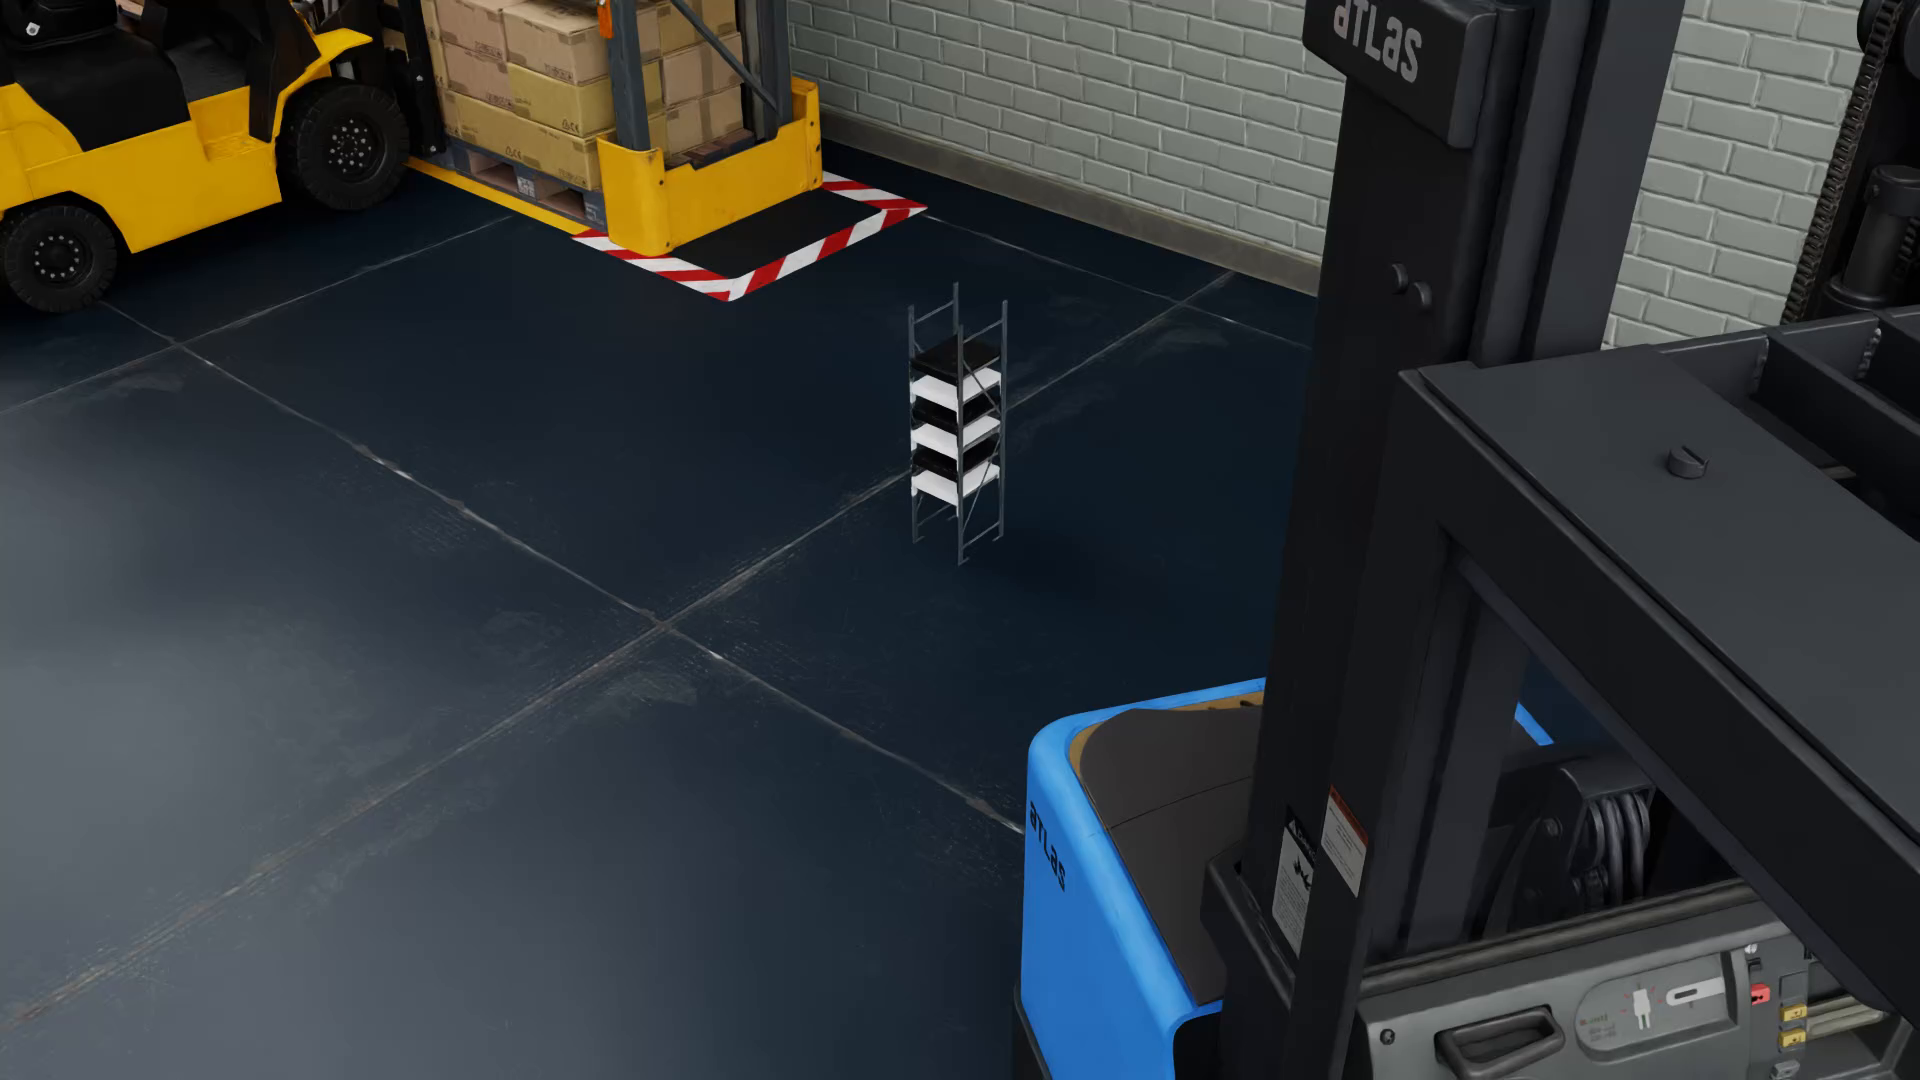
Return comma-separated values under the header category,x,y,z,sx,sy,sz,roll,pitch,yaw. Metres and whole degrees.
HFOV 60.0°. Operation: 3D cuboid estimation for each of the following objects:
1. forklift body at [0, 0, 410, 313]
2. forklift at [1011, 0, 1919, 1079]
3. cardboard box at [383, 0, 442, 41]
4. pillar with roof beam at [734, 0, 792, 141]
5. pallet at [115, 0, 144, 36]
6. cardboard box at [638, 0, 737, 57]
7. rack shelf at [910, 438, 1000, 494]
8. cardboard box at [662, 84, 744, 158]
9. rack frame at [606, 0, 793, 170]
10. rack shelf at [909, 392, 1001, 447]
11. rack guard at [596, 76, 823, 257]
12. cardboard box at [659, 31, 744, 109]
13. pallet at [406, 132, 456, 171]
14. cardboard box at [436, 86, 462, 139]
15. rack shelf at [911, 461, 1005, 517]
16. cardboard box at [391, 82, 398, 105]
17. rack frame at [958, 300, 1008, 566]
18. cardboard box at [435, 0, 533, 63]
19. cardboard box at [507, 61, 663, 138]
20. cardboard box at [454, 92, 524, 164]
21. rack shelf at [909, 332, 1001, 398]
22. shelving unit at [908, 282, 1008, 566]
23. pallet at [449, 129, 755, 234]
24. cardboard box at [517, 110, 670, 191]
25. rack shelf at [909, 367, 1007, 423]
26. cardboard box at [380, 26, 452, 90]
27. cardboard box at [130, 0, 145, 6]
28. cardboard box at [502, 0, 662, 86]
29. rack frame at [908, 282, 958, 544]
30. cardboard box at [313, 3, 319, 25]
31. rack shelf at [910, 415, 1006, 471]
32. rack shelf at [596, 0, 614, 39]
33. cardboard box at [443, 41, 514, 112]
category,x,y,z,sx,sy,sz,roll,pitch,yaw
forklift body,-3.811,-2.393,7.334,1.214,2.155,2.313,25,42,32
forklift,1.024,0.764,2.049,1.130,2.935,3.031,-9,36,-13
cardboard box,-2.530,-2.693,8.196,0.500,0.250,0.500,26,42,32
pillar with roof beam,-3.899,-4.094,3.762,0.400,9.000,9.100,25,42,32
pallet,-4.852,-3.399,10.512,1.213,0.211,1.003,25,42,32
cardboard box,-1.435,-2.558,7.999,0.500,0.250,0.500,25,41,31
rack shelf,-0.006,-0.272,5.569,0.200,0.077,0.258,25,42,32
cardboard box,-1.439,-2.152,8.292,0.500,0.250,0.500,25,42,32
rack frame,-1.186,-2.849,7.249,0.127,3.000,1.000,25,42,32
rack shelf,-0.006,-0.421,5.467,0.200,0.077,0.258,25,42,32
rack guard,-1.168,-1.810,7.944,0.348,0.500,1.175,25,42,32
cardboard box,-1.415,-2.356,8.147,0.500,0.250,0.500,26,42,33
pallet,-2.734,-2.401,9.059,1.213,0.211,1.003,25,42,32
cardboard box,-2.504,-2.291,8.494,0.500,0.250,0.500,26,42,32
rack shelf,-0.006,-0.198,5.620,0.200,0.077,0.258,25,42,32
cardboard box,-2.918,-2.469,8.754,0.500,0.250,0.500,27,43,33
rack frame,0.072,-0.337,5.446,0.006,0.900,0.240,25,42,32
cardboard box,-2.136,-2.515,7.937,0.500,0.250,0.500,26,42,33
cardboard box,-1.760,-2.135,7.826,0.500,0.250,0.500,25,41,31
cardboard box,-2.126,-2.106,8.225,0.500,0.250,0.500,25,42,32
rack shelf,-0.006,-0.569,5.366,0.200,0.077,0.258,25,42,32
shelving unit,-0.006,-0.374,5.500,0.210,0.900,0.258,25,42,32
pallet,-1.801,-1.959,8.415,1.213,0.211,1.003,25,42,32
cardboard box,-1.750,-1.922,7.956,0.500,0.250,0.500,26,42,32
rack shelf,-0.006,-0.495,5.417,0.200,0.077,0.258,25,42,32
cardboard box,-2.549,-2.499,8.356,0.500,0.250,0.500,24,41,31
cardboard box,-4.669,-3.676,10.180,0.625,0.625,0.875,27,43,34
cardboard box,-1.740,-2.332,7.671,0.500,0.250,0.500,27,43,33
rack frame,-0.084,-0.411,5.553,0.006,0.900,0.240,25,42,32
cardboard box,-3.319,-2.866,8.889,0.500,0.250,0.500,25,42,31
rack shelf,-0.006,-0.346,5.518,0.200,0.077,0.258,25,42,32
rack shelf,-2.723,-3.277,8.508,4.000,0.370,1.077,25,42,32
cardboard box,-2.139,-2.322,8.097,0.500,0.250,0.500,25,42,31
